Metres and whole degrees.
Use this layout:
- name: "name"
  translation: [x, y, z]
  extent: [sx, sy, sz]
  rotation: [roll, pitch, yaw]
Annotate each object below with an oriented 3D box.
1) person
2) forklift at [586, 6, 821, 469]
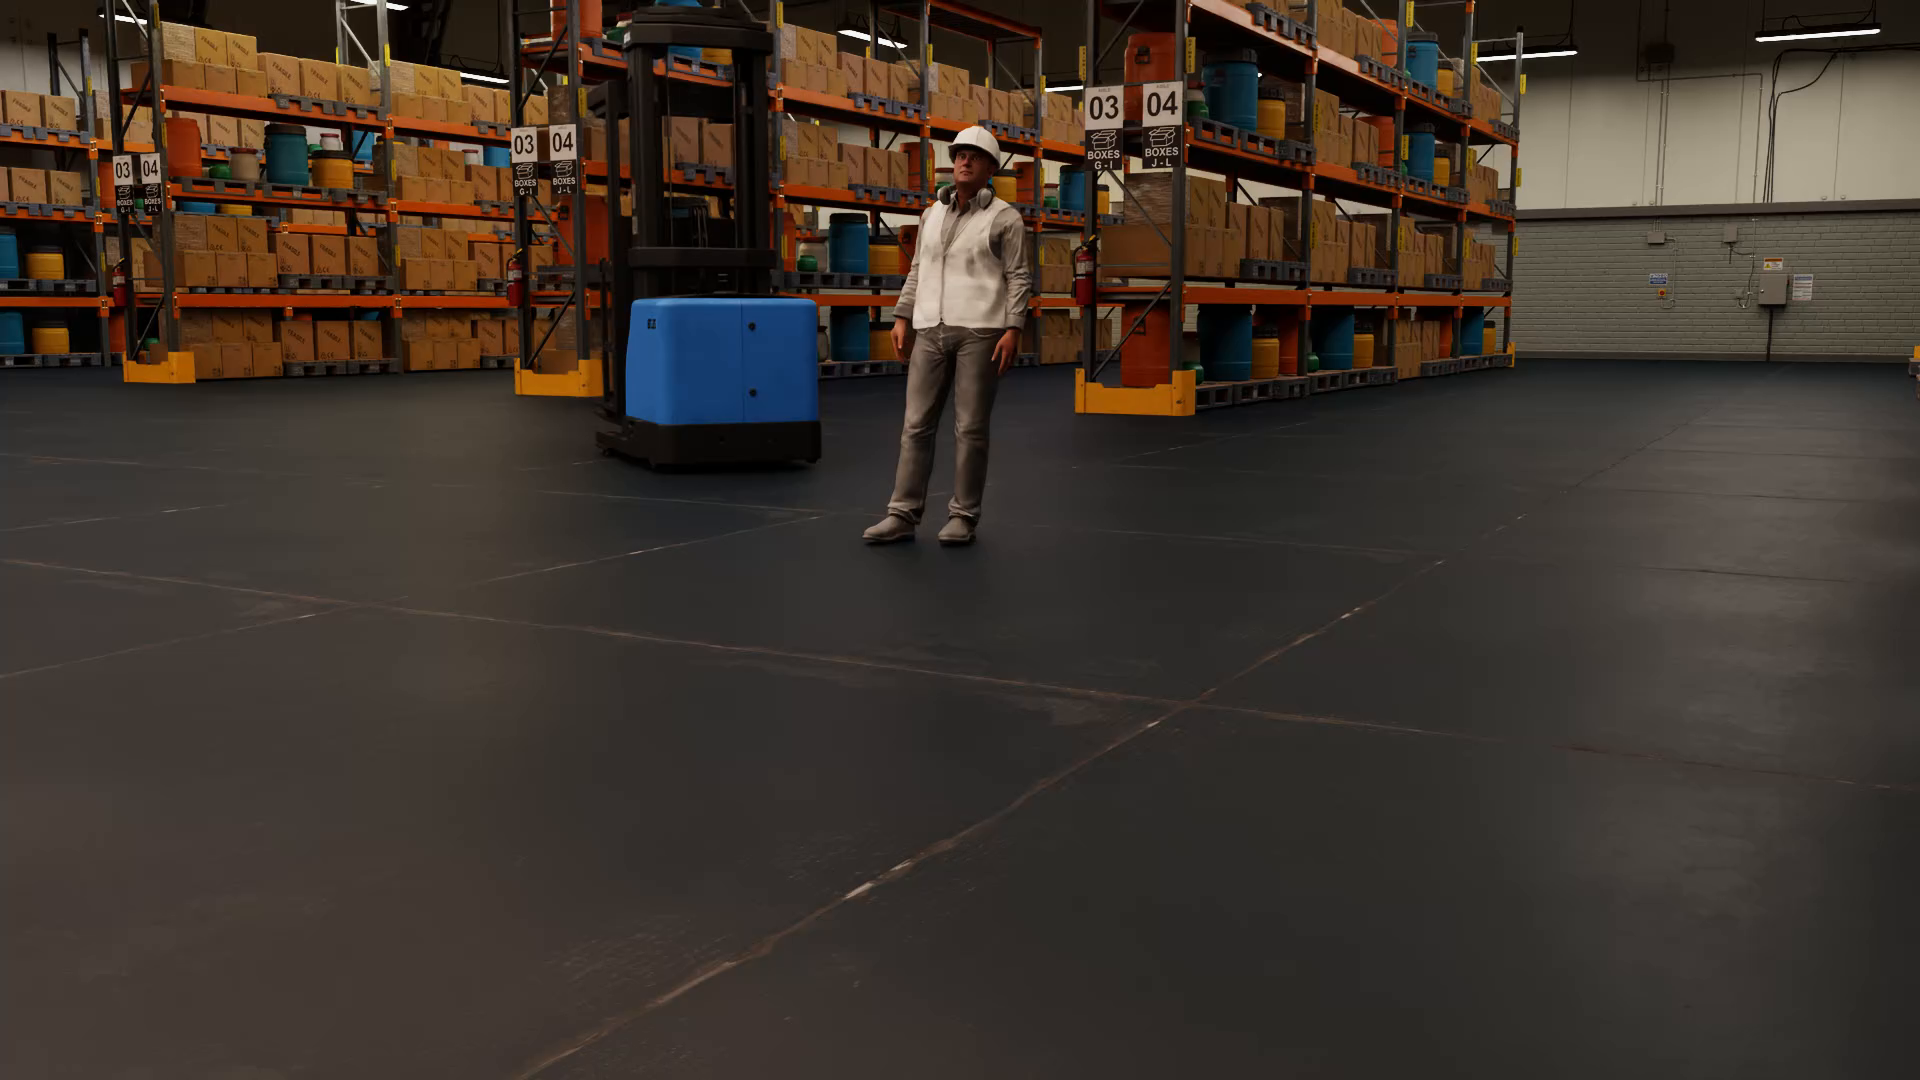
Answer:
- name: "person"
  translation: [-0.037, -0.879, 7.140]
  extent: [0.634, 1.775, 0.566]
  rotation: [4, 9, 29]
- name: "forklift"
  translation: [-1.924, -2.056, 11.488]
  extent: [1.130, 2.935, 3.031]
  rotation: [-3, 9, -23]
